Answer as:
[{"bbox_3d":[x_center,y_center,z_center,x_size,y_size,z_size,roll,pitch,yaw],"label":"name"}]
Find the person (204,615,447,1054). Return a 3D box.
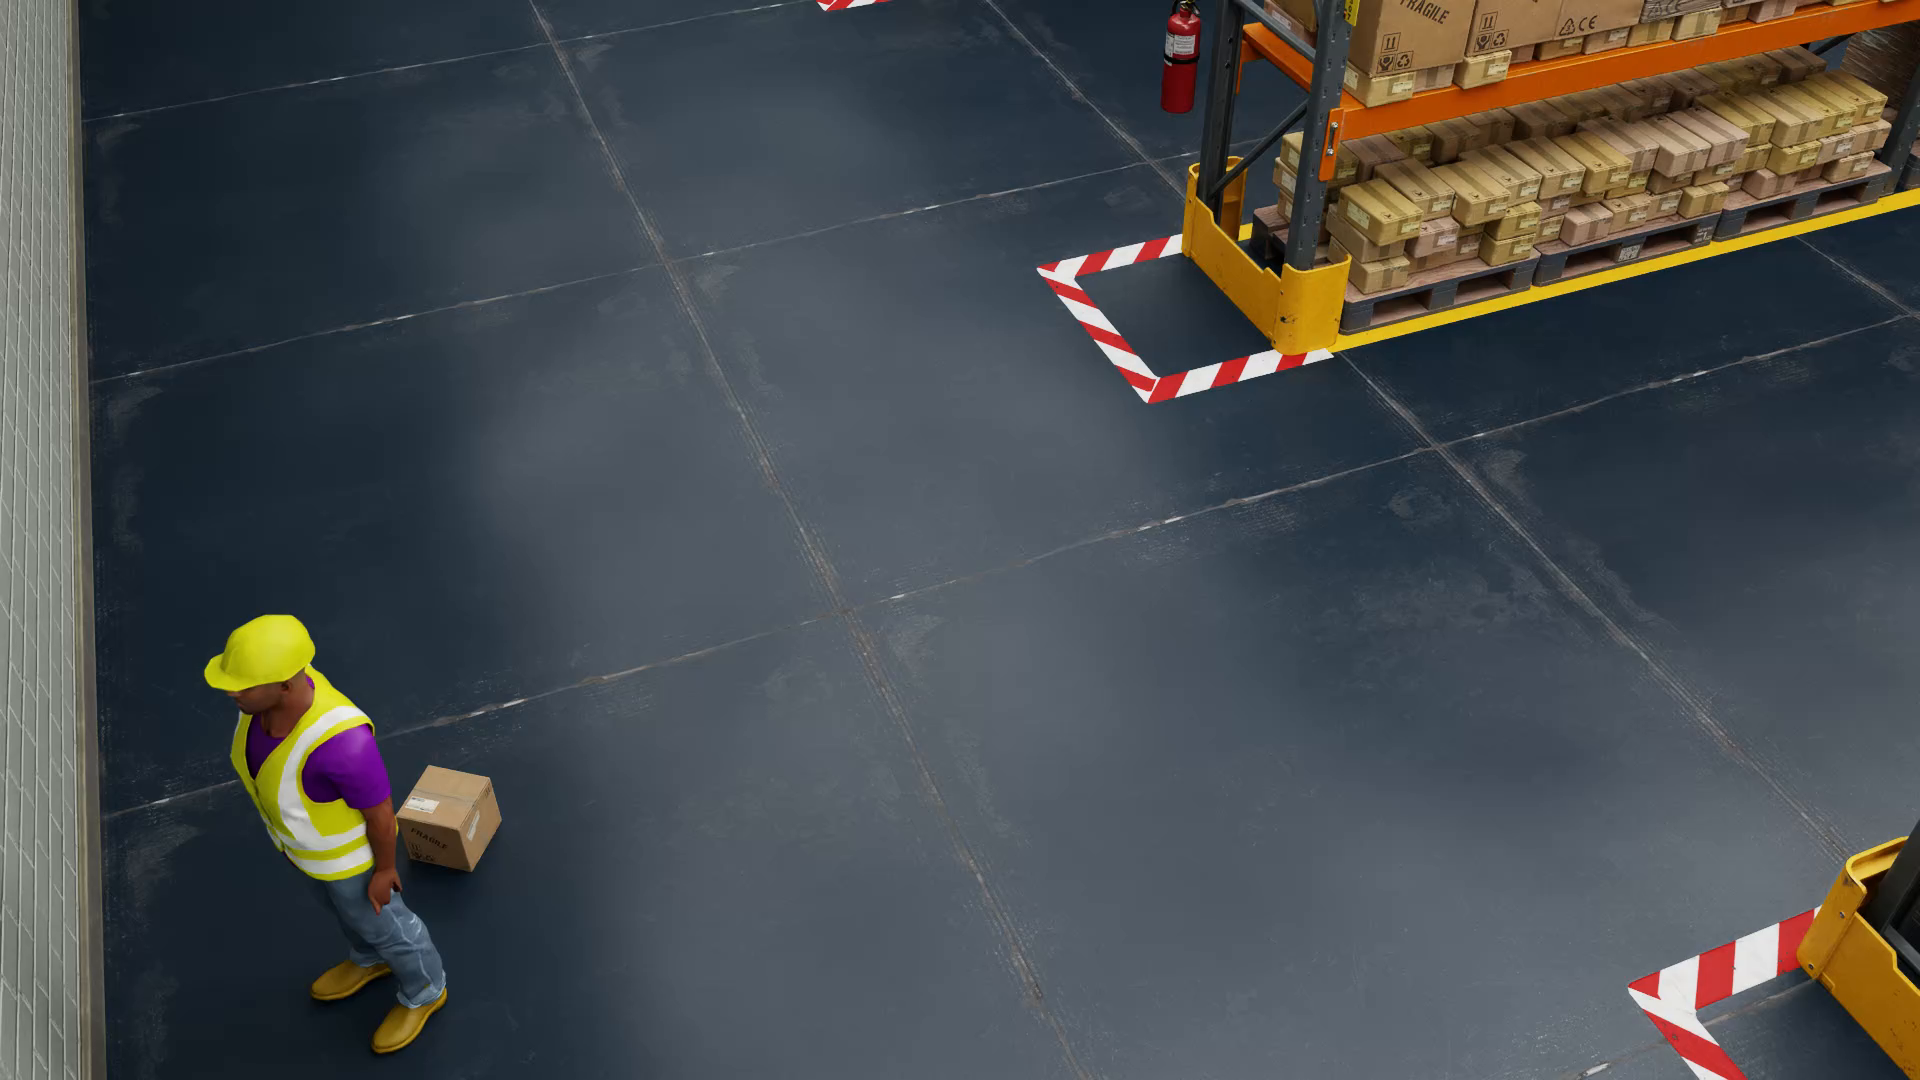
[{"bbox_3d":[-1.938,0.911,5.108,0.562,1.771,0.368,30,49,29],"label":"person"}]
